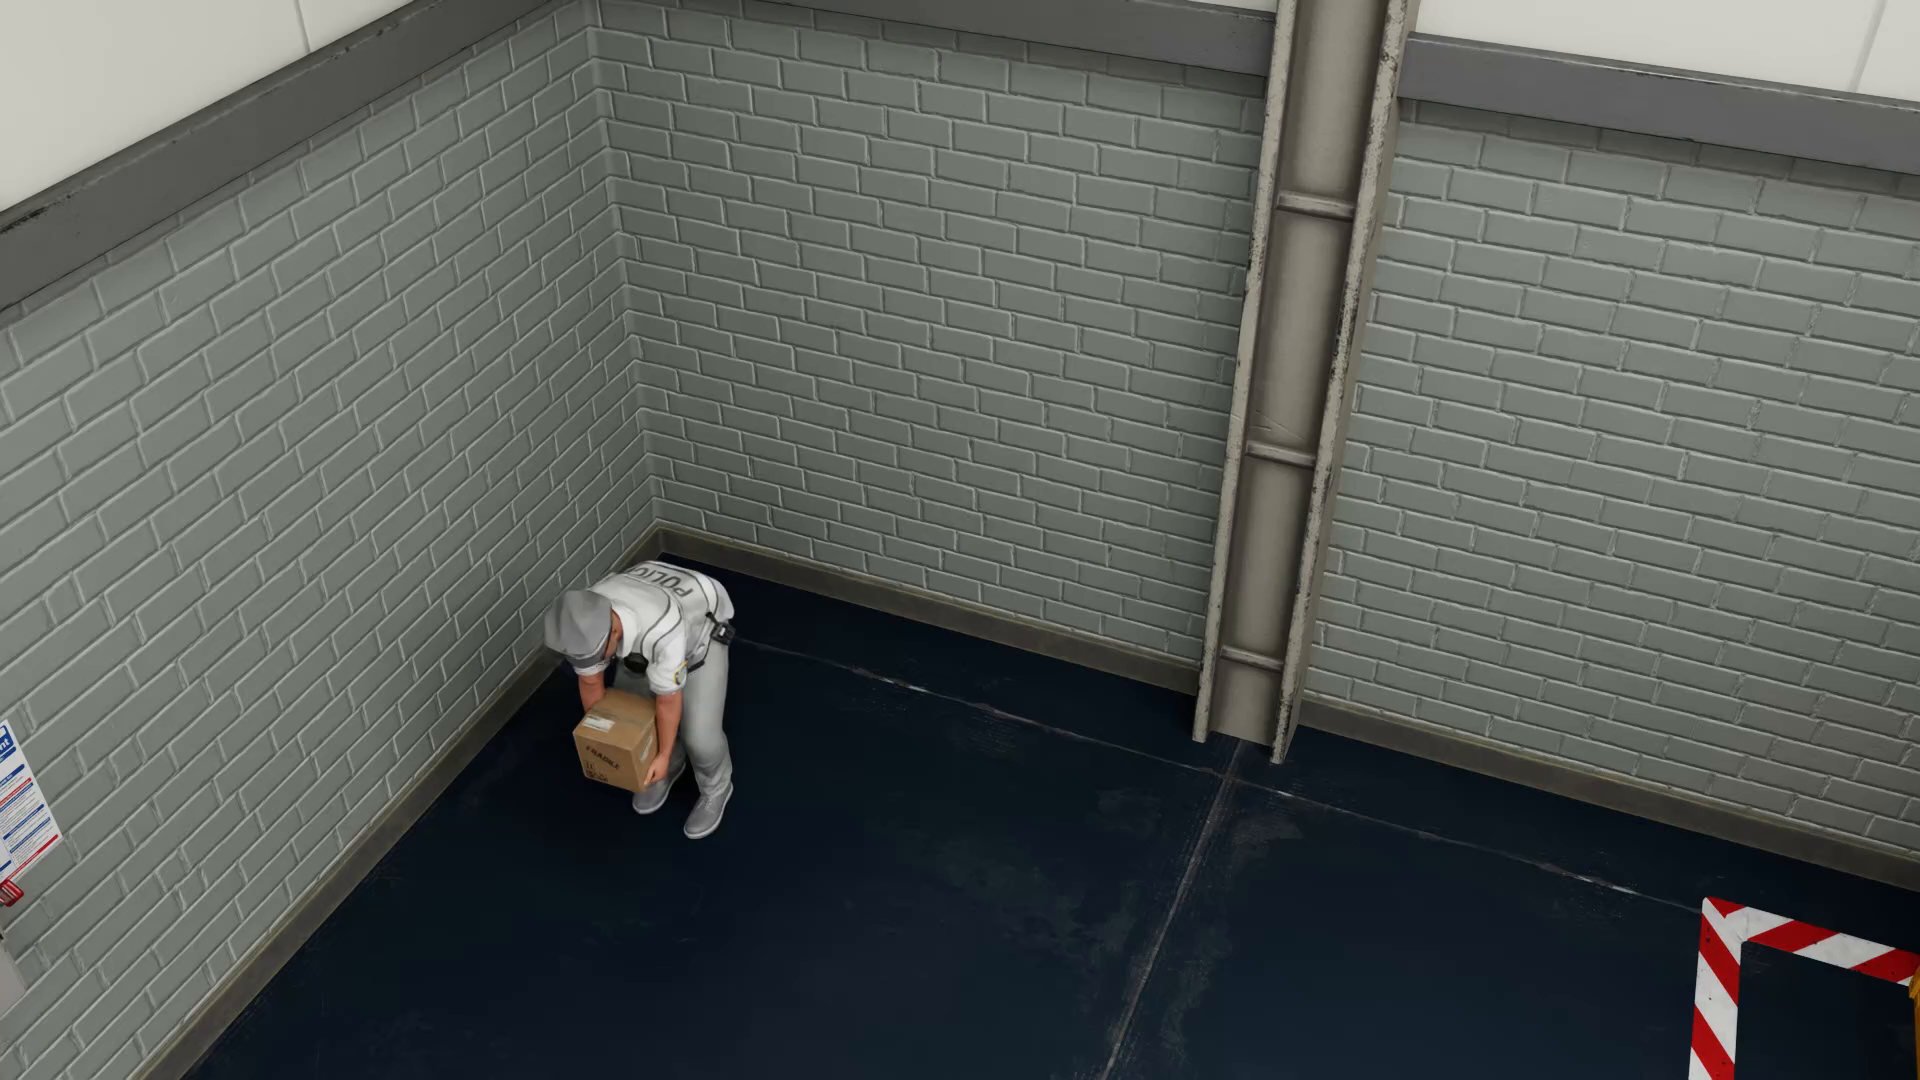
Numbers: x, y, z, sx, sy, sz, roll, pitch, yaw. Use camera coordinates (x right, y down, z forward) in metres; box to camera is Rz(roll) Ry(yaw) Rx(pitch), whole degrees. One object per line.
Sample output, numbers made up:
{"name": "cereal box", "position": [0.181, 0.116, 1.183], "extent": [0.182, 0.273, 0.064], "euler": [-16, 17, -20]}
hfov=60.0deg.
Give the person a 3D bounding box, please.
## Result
{"name": "person", "position": [-1.182, 0.601, 6.286], "extent": [0.490, 1.442, 0.931], "euler": [13, 39, 16]}
